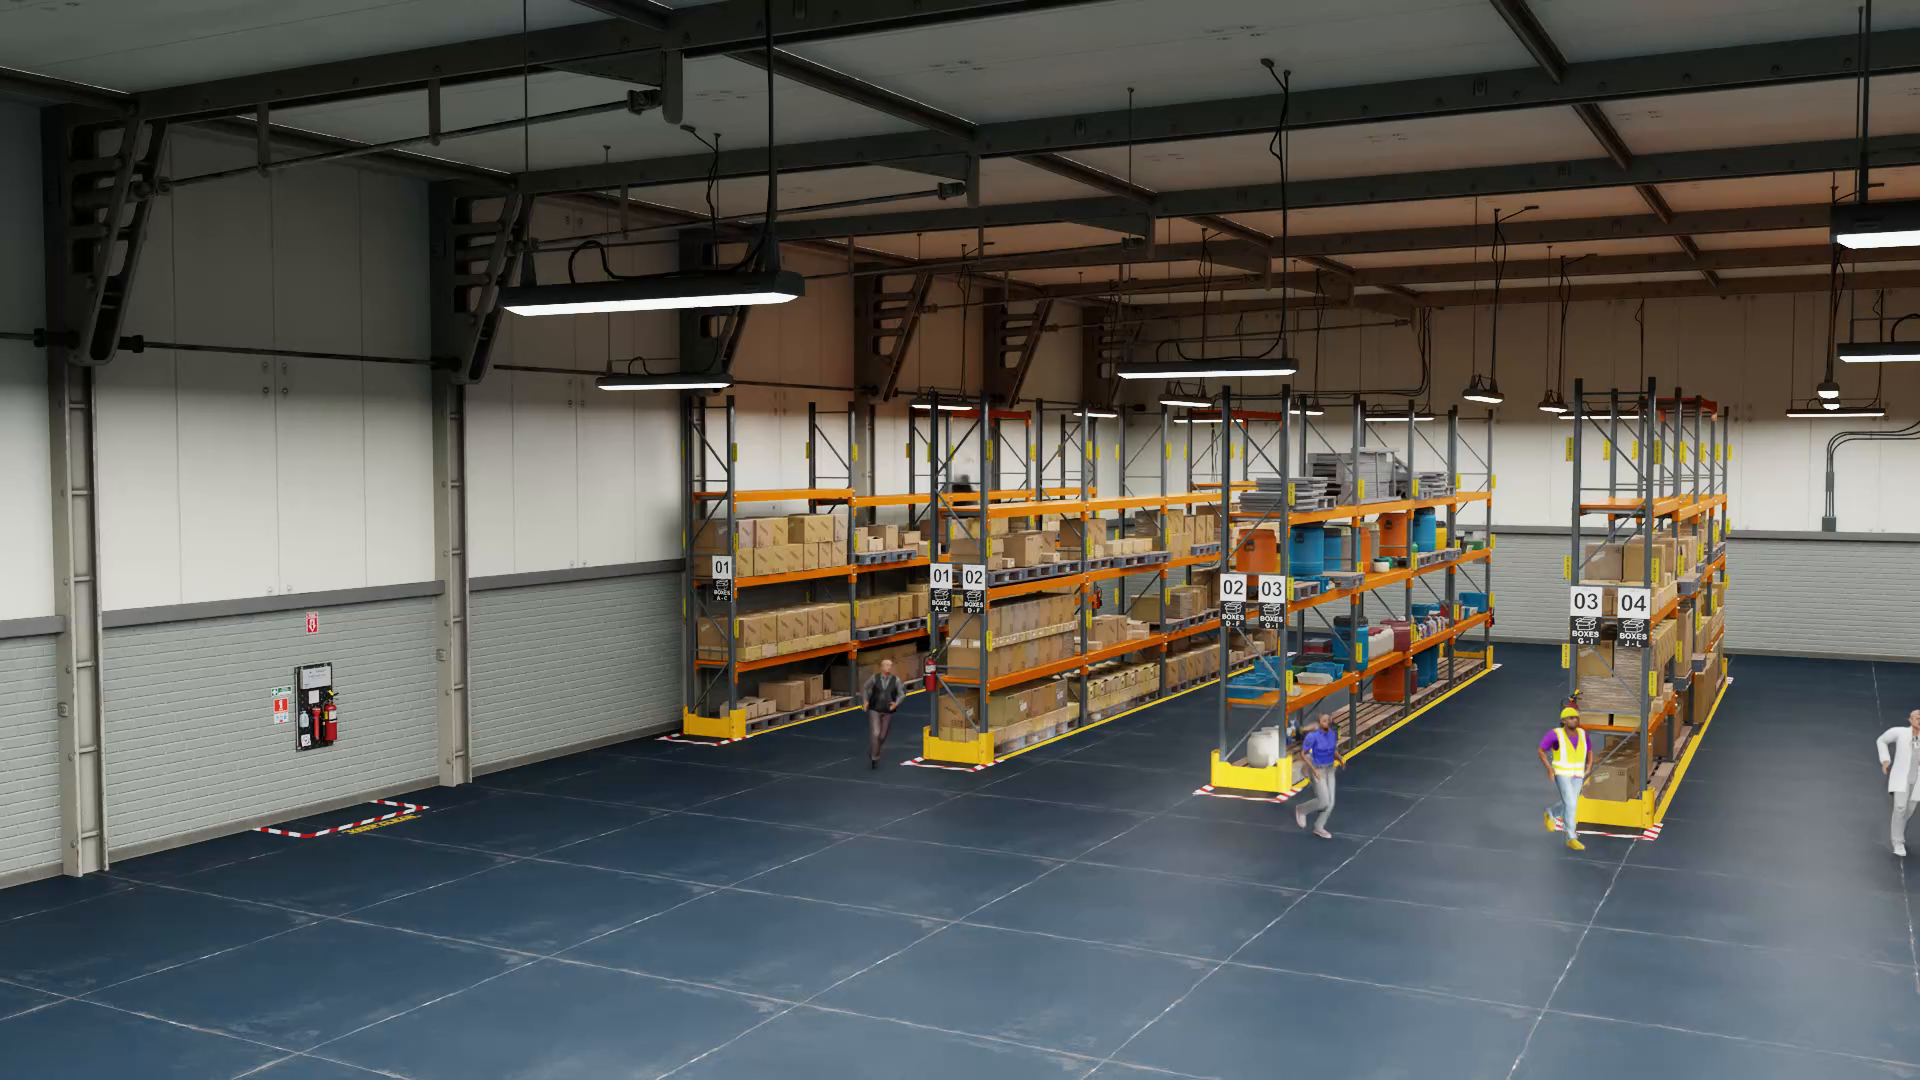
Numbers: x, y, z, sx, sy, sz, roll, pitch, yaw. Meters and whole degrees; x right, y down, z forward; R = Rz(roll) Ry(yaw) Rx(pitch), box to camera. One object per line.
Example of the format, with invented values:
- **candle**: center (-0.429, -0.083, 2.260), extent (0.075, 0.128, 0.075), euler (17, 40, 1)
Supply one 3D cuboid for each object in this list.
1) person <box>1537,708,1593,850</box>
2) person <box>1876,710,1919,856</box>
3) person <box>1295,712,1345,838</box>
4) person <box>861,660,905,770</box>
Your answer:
- **person**: center (7.749, 2.994, 21.200), extent (0.699, 1.750, 0.895), euler (-1, 3, -12)
- **person**: center (11.980, 3.043, 20.954), extent (0.720, 1.839, 0.911), euler (1, 3, 15)
- **person**: center (4.736, 3.058, 21.755), extent (0.572, 1.628, 0.597), euler (-2, 3, -31)
- **person**: center (-1.225, 2.763, 26.607), extent (0.685, 1.706, 0.784), euler (-1, 3, -11)
